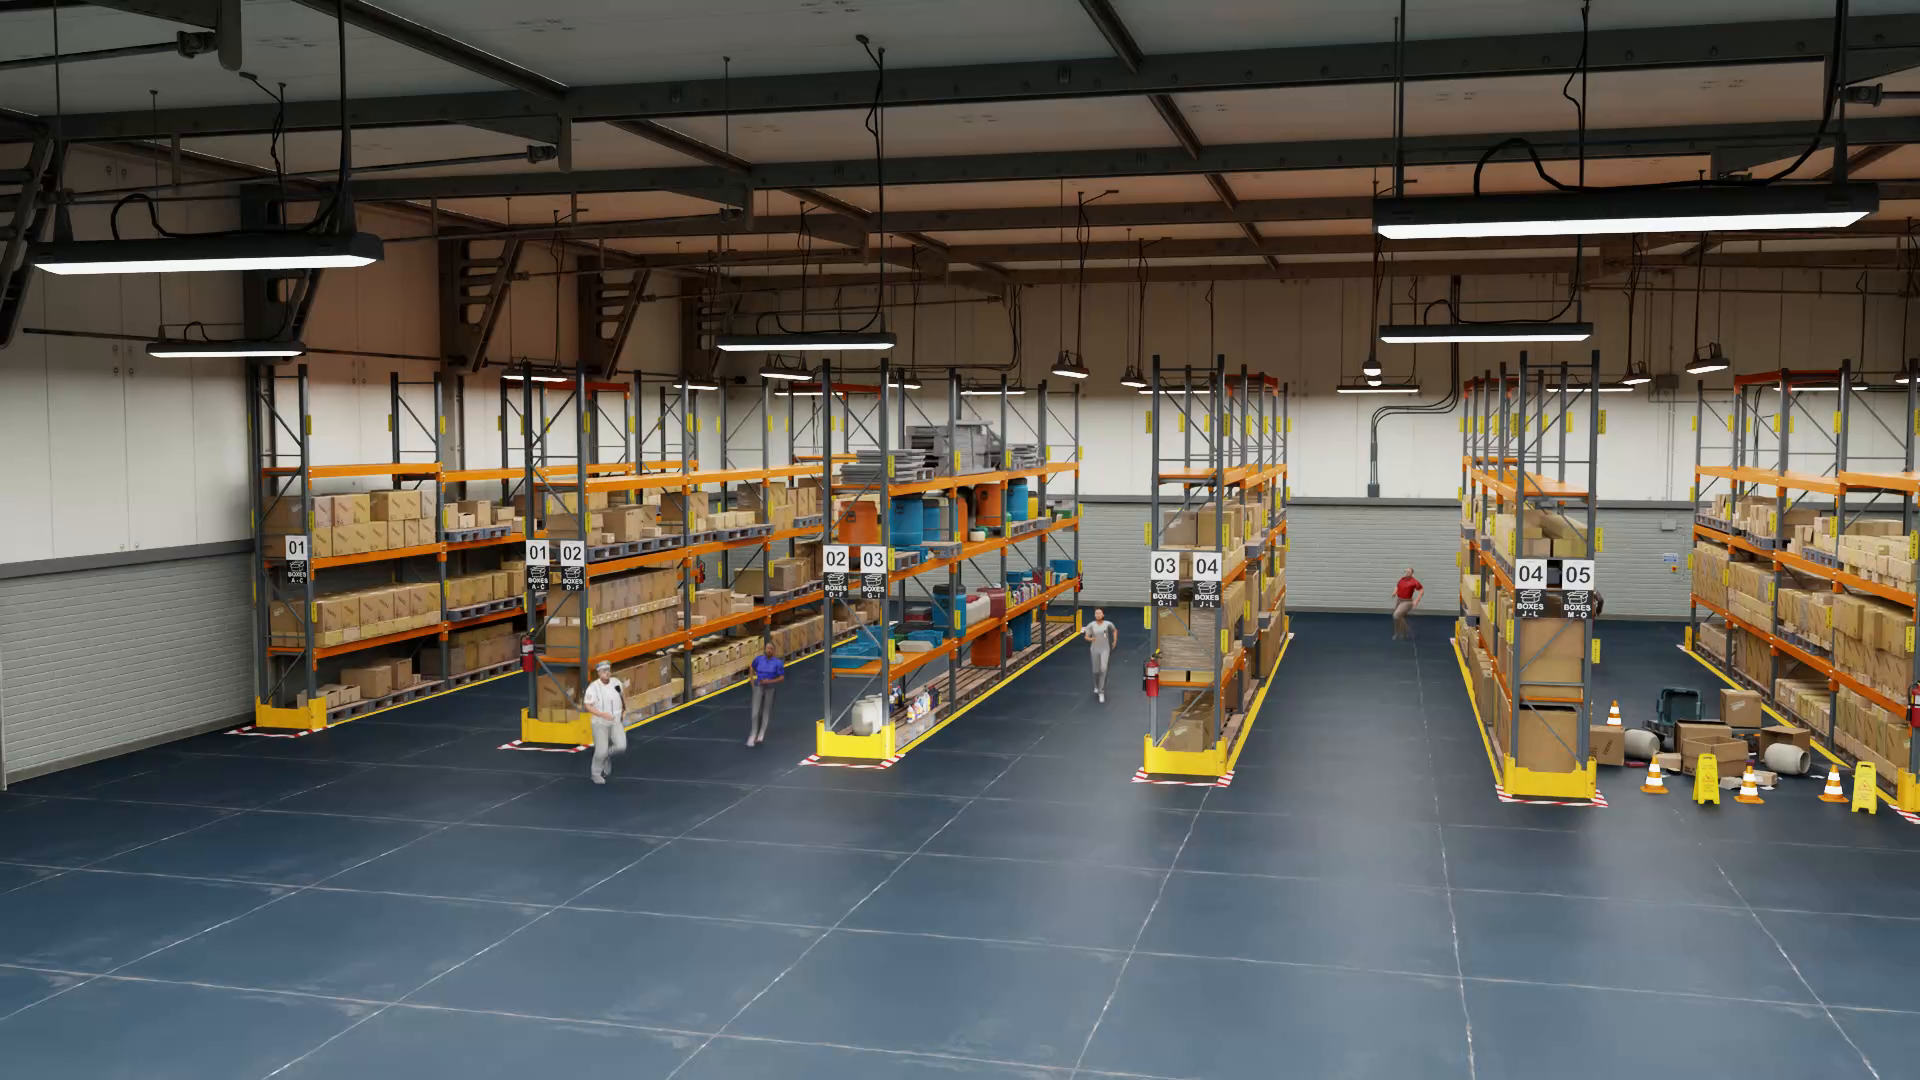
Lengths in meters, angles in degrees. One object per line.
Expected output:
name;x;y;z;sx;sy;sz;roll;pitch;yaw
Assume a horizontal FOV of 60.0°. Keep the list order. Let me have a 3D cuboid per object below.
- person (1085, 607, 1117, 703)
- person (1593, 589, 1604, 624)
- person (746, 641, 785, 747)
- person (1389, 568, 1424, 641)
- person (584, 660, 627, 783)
person;2.567;2.068;30.418;0.573;1.674;0.956;1;4;9
person;13.219;1.654;35.247;0.704;1.761;1.049;1;4;8
person;-3.040;2.421;26.037;0.608;1.672;0.652;0;4;-1
person;10.334;1.514;38.723;0.658;1.747;0.707;-2;4;-22
person;-4.903;2.538;23.212;0.693;1.736;0.692;-3;5;-38
